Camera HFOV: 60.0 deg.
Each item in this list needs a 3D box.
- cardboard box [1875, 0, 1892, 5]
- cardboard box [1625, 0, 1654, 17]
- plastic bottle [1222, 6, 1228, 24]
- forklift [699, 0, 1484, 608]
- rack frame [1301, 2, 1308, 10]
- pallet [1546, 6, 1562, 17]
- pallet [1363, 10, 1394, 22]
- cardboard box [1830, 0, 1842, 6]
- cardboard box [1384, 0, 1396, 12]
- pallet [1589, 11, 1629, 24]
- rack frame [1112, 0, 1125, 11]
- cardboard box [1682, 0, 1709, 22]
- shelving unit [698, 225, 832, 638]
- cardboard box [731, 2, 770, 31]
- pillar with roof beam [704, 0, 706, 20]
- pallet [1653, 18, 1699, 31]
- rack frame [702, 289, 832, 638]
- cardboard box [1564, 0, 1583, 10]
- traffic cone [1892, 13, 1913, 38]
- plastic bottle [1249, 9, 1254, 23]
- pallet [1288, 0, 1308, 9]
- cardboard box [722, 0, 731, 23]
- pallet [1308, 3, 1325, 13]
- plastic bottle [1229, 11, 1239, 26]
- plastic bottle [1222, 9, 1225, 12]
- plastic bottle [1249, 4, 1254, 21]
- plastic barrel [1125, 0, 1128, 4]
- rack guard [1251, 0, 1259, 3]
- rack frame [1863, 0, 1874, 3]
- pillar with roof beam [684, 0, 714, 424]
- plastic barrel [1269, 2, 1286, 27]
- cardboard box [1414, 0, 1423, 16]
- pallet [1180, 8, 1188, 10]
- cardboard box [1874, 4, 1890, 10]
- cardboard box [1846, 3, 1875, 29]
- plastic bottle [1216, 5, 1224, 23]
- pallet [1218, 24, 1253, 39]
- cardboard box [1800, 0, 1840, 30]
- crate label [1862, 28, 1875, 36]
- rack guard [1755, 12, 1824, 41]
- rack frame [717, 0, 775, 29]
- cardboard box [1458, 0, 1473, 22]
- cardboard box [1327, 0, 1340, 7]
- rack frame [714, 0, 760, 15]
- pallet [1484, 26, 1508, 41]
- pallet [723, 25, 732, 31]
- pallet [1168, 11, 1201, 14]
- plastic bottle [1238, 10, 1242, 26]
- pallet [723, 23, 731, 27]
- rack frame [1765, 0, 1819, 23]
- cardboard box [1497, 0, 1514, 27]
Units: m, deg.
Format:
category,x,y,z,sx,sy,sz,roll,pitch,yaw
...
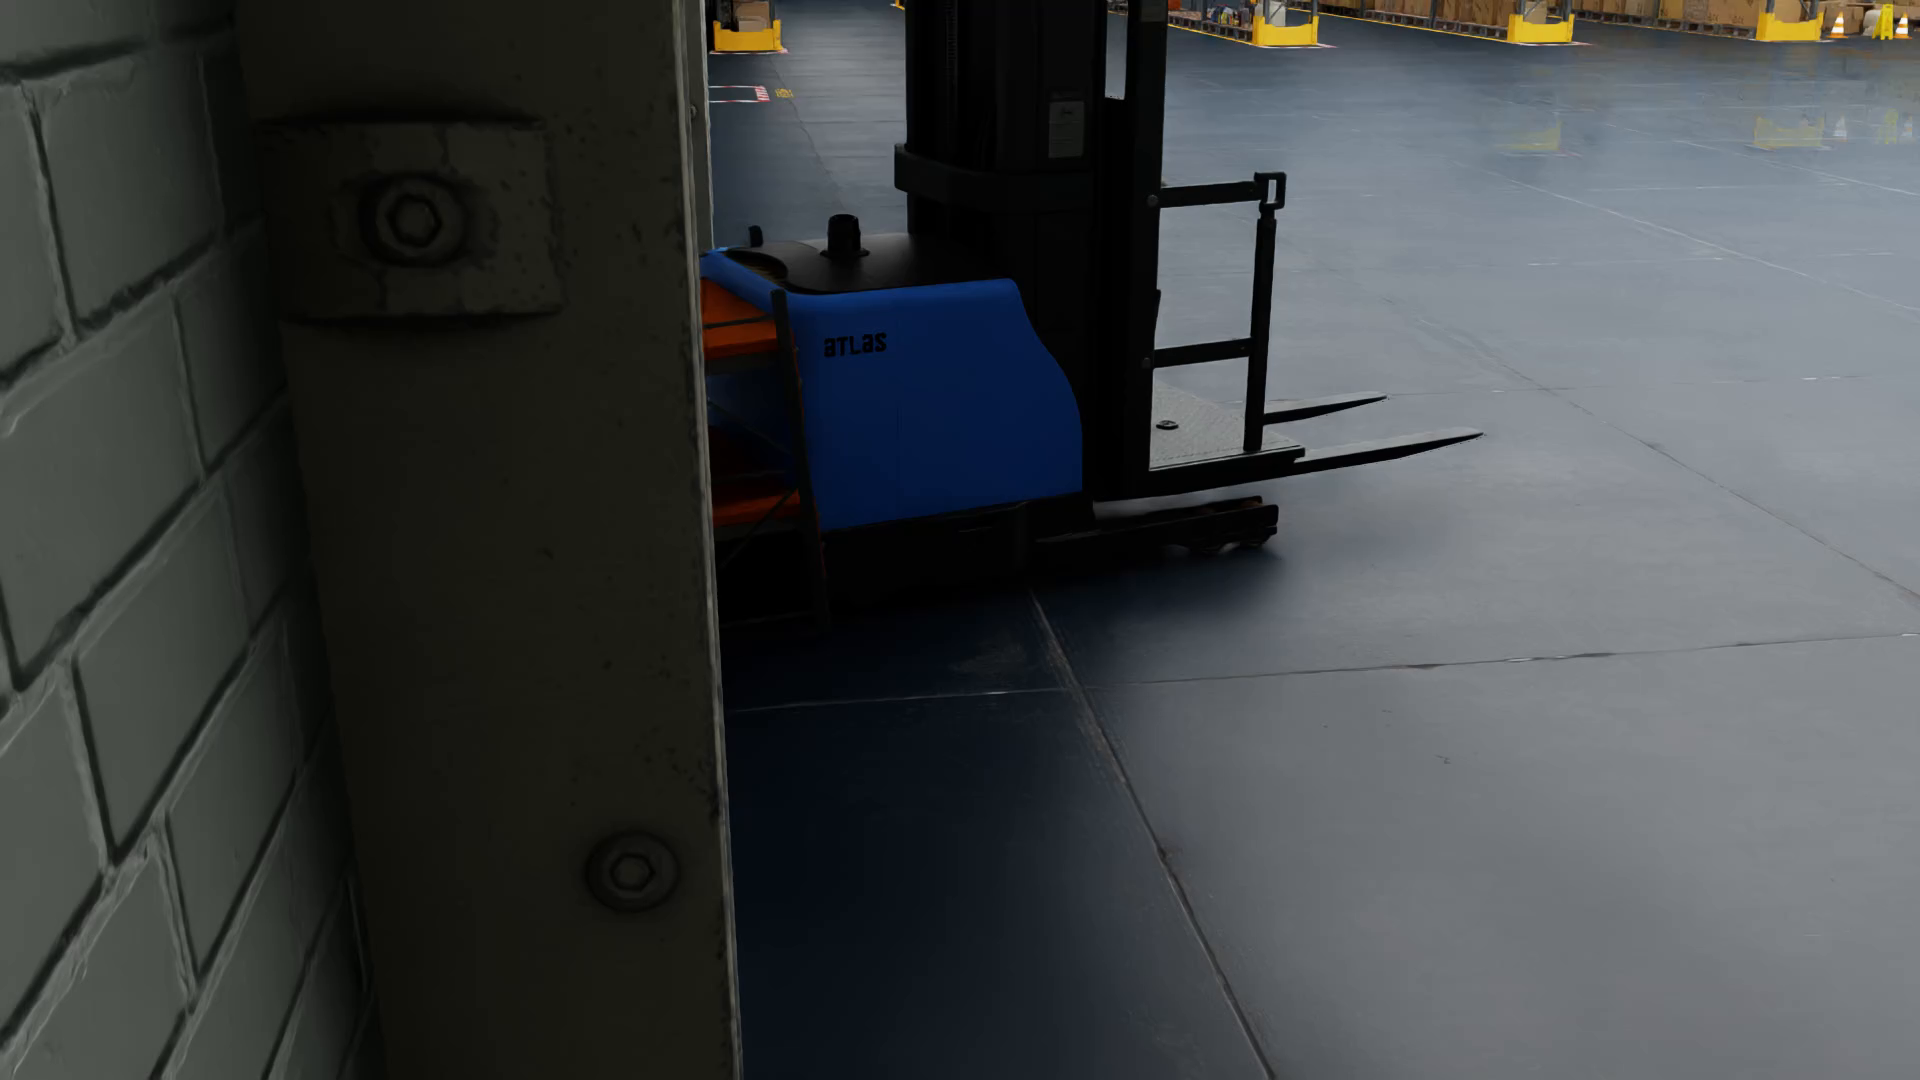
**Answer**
category,x,y,z,sx,sy,sz,roll,pitch,yaw
cardboard box,20.003,-11.725,35.581,0.500,0.500,0.500,-2,21,-5
cardboard box,15.123,-11.752,36.009,1.050,0.750,0.750,-3,21,-8
plastic bottle,5.272,-10.386,32.894,0.144,0.351,0.185,-3,21,-8
forklift,0.616,-1.480,5.988,3.031,2.935,1.130,-9,22,-24
rack frame,9.225,-14.953,41.966,1.000,3.000,0.127,-3,21,-8
pallet,14.614,-12.748,40.046,1.003,0.211,1.213,-3,21,-8
pallet,9.913,-11.992,38.021,1.003,0.211,1.213,-3,21,-8
cardboard box,20.000,-12.079,37.426,0.950,0.372,0.625,-2,21,-4
cardboard box,10.011,-12.181,37.487,0.700,0.500,0.500,-5,21,-12
pallet,14.936,-11.779,37.452,1.003,0.211,1.213,-3,21,-8
rack frame,4.324,-14.704,41.297,1.000,3.000,0.127,-3,21,-8
cardboard box,15.456,-11.067,33.997,0.875,0.875,0.875,-3,21,-7
shelving unit,-0.803,-0.369,5.580,0.538,1.125,1.048,-9,23,-8
cardboard box,-3.899,-9.782,31.064,0.700,0.500,0.500,-4,21,-11
pillar with roof beam,-1.311,-15.353,34.461,9.100,9.000,0.400,-3,21,-8
pallet,15.334,-10.825,34.898,1.003,0.211,1.213,-3,21,-8
rack frame,-0.711,-0.187,5.115,0.500,1.125,0.032,-9,23,-8
cardboard box,14.724,-12.711,38.577,1.050,0.750,0.750,-3,21,-8
traffic cone,18.374,-10.020,32.383,0.336,0.463,0.334,-3,21,-8
plastic bottle,5.832,-10.467,33.206,0.061,0.283,0.133,-3,21,-8
pallet,9.193,-13.914,43.169,1.003,0.211,1.213,-3,21,-8
cardboard box,-4.449,-10.723,33.584,0.700,0.500,0.500,-2,21,-6
pallet,9.411,-13.384,41.749,1.003,0.211,1.213,-3,21,-8
plastic bottle,5.346,-10.181,32.453,0.152,0.276,0.135,-3,21,-7
plastic bottle,5.269,-10.447,33.171,0.097,0.271,0.097,0,20,0
plastic bottle,5.883,-10.624,33.531,0.144,0.351,0.185,-4,21,-10
plastic barrel,4.386,-13.728,41.084,0.600,0.901,0.708,-3,21,-8
rack guard,8.645,-15.176,46.133,1.175,0.500,0.348,-3,21,-8
rack frame,20.185,-12.683,35.888,1.000,3.000,0.127,-3,21,-8
pillar with roof beam,3.013,-4.966,6.651,9.100,9.000,0.400,-3,21,-8
plastic barrel,5.884,-9.804,31.134,0.421,0.512,0.421,0,20,0
cardboard box,10.261,-11.598,35.927,0.700,0.500,0.500,-3,21,-8
pallet,4.746,-12.283,38.802,1.003,0.211,1.213,-3,21,-8
cardboard box,20.003,-11.374,35.712,0.500,0.250,0.500,-4,21,-10
cardboard box,18.993,-11.074,35.148,0.500,0.500,0.500,12,24,29
plastic bottle,5.210,-10.533,33.288,0.144,0.351,0.185,-4,21,-10
pallet,5.712,-9.970,32.607,1.003,0.211,1.213,-3,21,-8
cardboard box,17.860,-10.996,34.745,0.797,0.637,0.503,-3,21,-8
crate label,18.199,-10.137,33.161,0.250,0.136,0.298,-15,25,-35
rack guard,15.881,-9.835,31.833,1.175,0.500,0.348,-3,21,-8
rack frame,-3.750,-10.049,28.835,1.000,3.000,0.127,-3,21,-8
cardboard box,10.487,-10.871,34.007,0.500,0.500,0.500,4,21,9
cardboard box,9.602,-13.319,40.026,1.225,0.875,0.875,-3,21,-8
rack frame,-4.903,-12.819,36.251,1.000,3.000,0.127,-3,21,-8
pallet,10.862,-9.802,32.158,1.003,0.211,1.213,-3,21,-8
pallet,-4.194,-9.897,32.413,1.003,0.211,1.213,-3,21,-8
pallet,4.974,-11.742,37.353,1.003,0.211,1.213,-3,21,-8
plastic bottle,5.452,-10.190,32.467,0.061,0.283,0.133,-3,21,-8
pallet,-4.440,-10.397,33.752,1.003,0.211,1.213,-3,21,-8
rack frame,15.878,-11.014,31.418,1.000,3.000,0.127,-3,21,-8
cardboard box,10.762,-10.247,32.336,0.500,0.500,0.500,2,21,6
